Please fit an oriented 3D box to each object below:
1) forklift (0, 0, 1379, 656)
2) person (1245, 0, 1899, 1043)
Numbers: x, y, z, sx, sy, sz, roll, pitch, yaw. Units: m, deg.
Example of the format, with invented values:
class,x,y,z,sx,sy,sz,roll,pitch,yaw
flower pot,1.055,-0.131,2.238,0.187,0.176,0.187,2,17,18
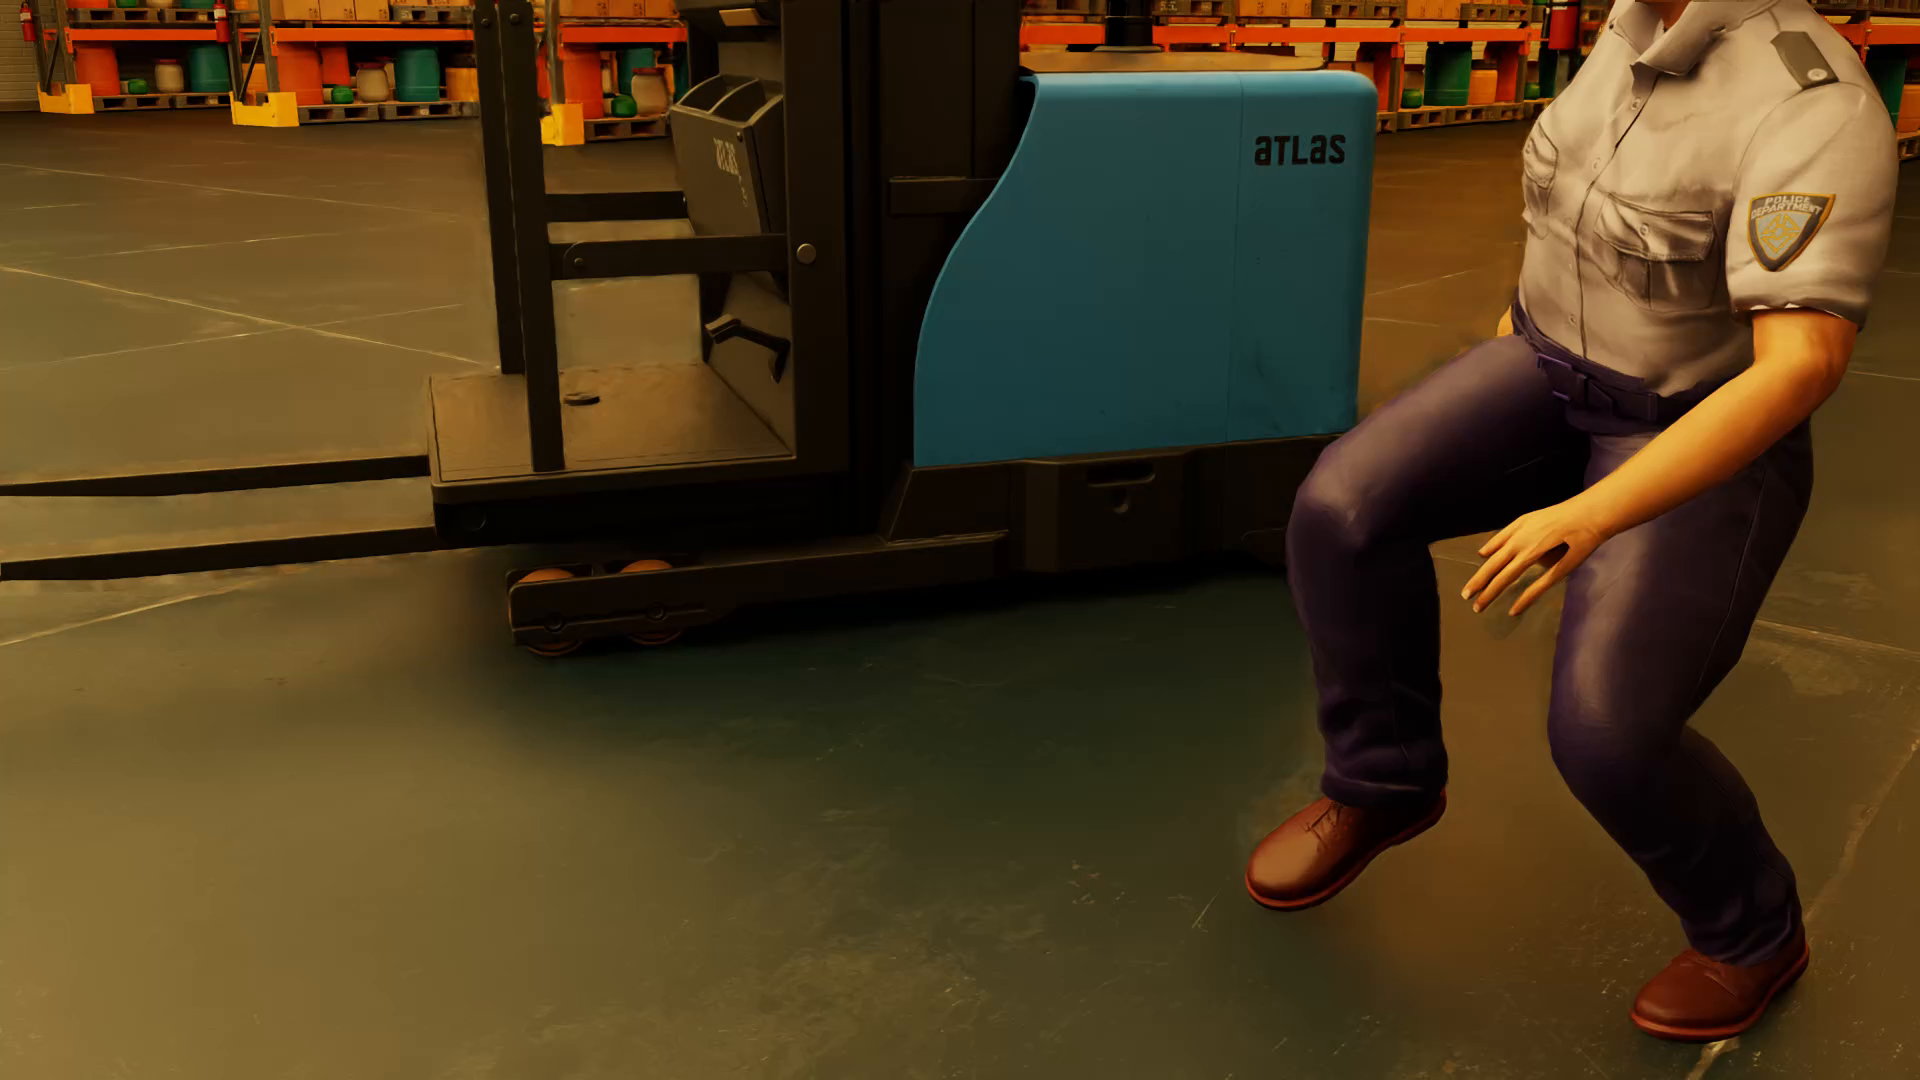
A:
class,x,y,z,sx,sy,sz,roll,pitch,yaw
forklift,-0.678,-1.350,3.344,3.031,2.935,1.130,-5,18,-17
person,0.736,-0.146,2.015,0.668,1.438,0.715,-9,19,-28
